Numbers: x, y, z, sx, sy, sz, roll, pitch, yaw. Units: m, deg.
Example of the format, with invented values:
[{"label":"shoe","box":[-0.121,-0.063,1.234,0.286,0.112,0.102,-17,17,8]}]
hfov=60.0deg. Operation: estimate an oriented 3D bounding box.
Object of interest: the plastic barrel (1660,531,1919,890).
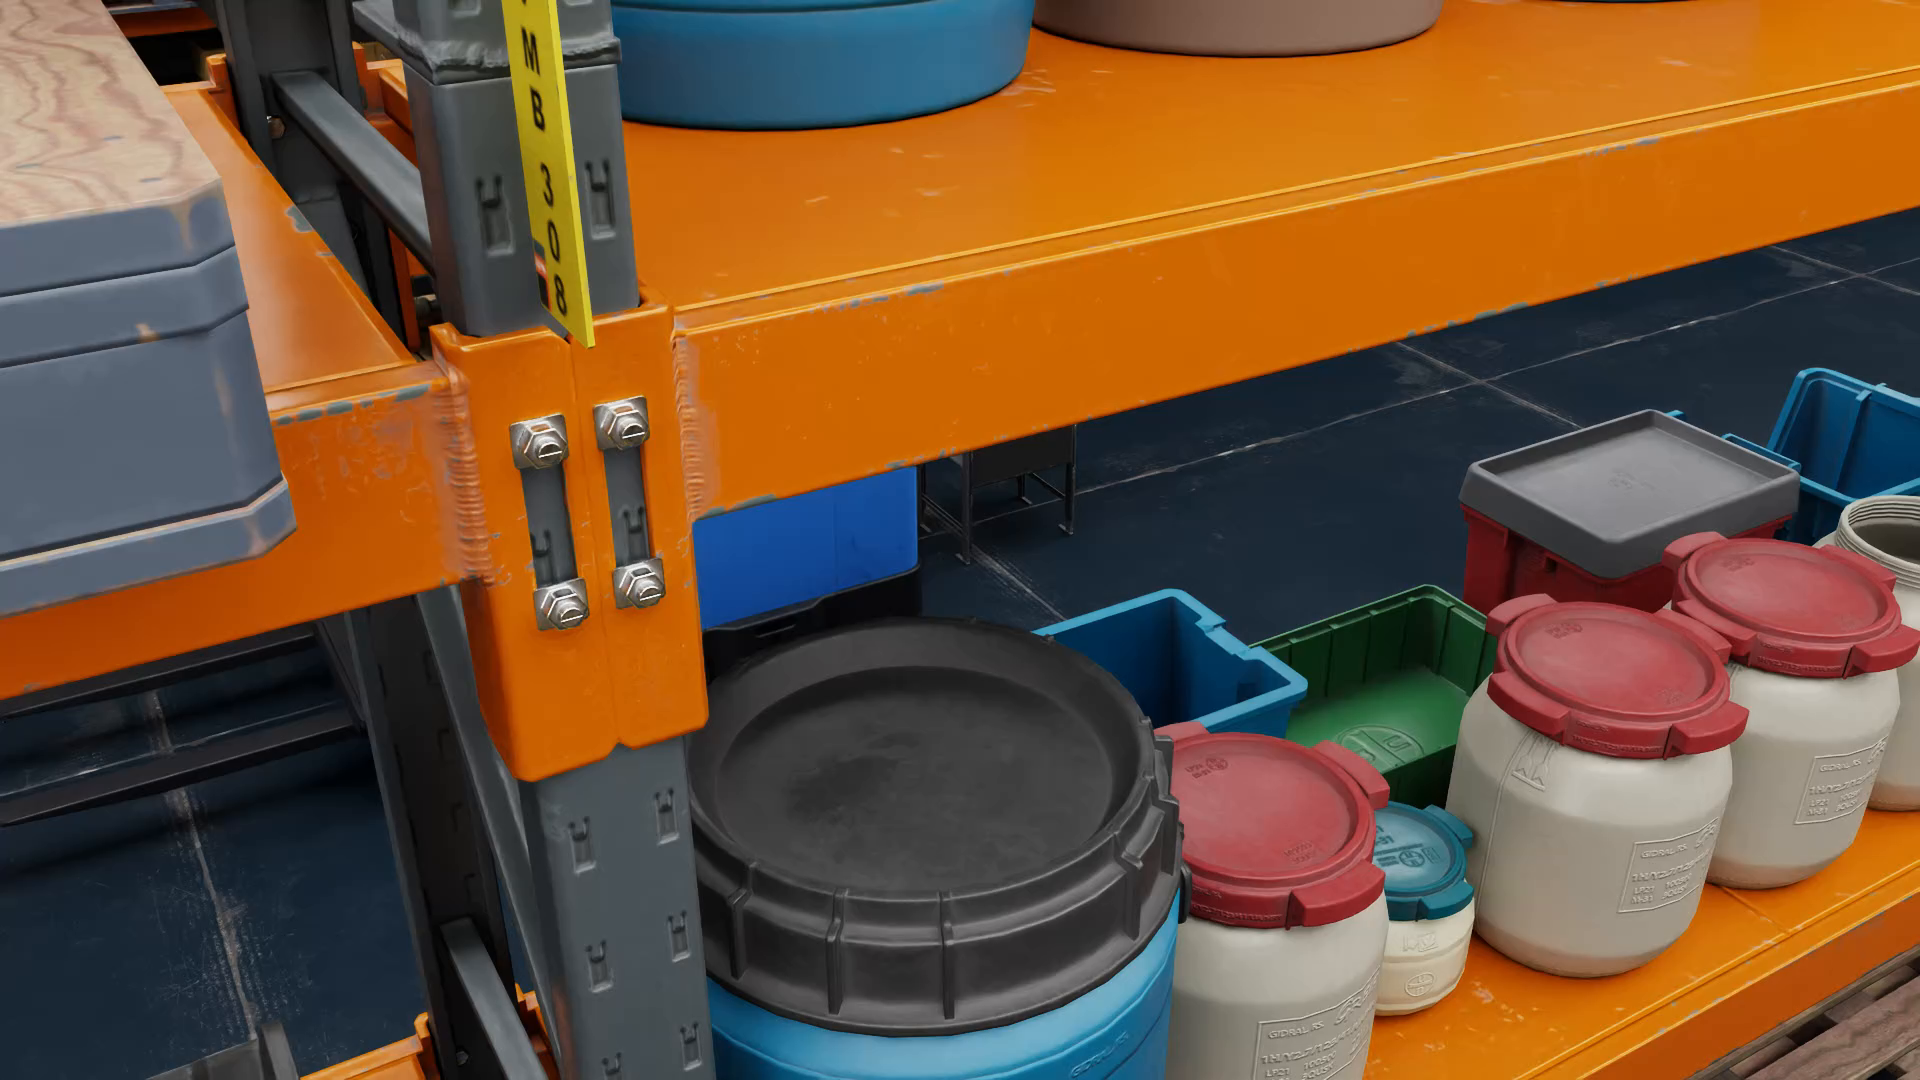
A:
[{"label":"plastic barrel","box":[1.405,0.309,2.945,0.433,0.535,0.433,0,29,0]}]

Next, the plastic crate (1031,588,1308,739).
[{"label":"plastic crate","box":[0.257,0.404,2.929,0.575,0.384,0.392,-16,33,-26]}]

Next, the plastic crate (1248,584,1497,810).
[{"label":"plastic crate","box":[0.822,0.346,3.238,0.662,0.188,0.450,-16,33,-26]}]

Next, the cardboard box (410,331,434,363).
[{"label":"cardboard box","box":[-2.126,-0.611,6.583,0.500,0.311,0.500,-16,33,-27]}]

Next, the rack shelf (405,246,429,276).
[{"label":"rack shelf","box":[-1.319,-1.442,7.003,4.000,0.370,1.077,-16,33,-26]}]

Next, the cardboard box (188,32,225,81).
[{"label":"cardboard box","box":[-4.552,-3.053,10.533,0.500,0.250,0.500,-17,33,-27]}]

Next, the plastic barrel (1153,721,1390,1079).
[{"label":"plastic barrel","box":[0.399,0.595,2.427,0.433,0.535,0.433,0,29,0]}]

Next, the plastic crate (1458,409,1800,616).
[{"label":"plastic crate","box":[1.364,0.058,3.474,0.583,0.464,0.402,-16,33,-26]}]

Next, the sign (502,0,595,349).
[{"label":"sign","box":[-0.268,-0.288,1.054,0.005,0.325,0.100,-16,33,-26]}]

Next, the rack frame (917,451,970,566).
[{"label":"rack frame","box":[-0.068,-0.900,6.208,0.015,2.100,0.400,-16,33,-26]}]

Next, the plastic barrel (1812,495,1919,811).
[{"label":"plastic barrel","box":[1.770,0.213,3.144,0.421,0.512,0.421,0,29,0]}]

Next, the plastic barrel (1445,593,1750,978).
[{"label":"plastic barrel","box":[1.032,0.415,2.753,0.433,0.535,0.433,0,29,0]}]

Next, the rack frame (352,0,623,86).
[{"label":"rack frame","box":[-0.537,-1.829,0.752,0.127,3.000,1.000,-16,33,-26]}]

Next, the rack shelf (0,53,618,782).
[{"label":"rack shelf","box":[-2.261,0.288,0.763,4.000,0.370,1.077,-16,33,-26]}]

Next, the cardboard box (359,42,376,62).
[{"label":"cardboard box","box":[-4.105,-3.182,10.767,0.500,0.250,0.500,-17,33,-28]}]

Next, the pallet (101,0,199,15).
[{"label":"pallet","box":[-4.823,-3.372,9.955,1.213,0.211,1.003,-16,33,-26]}]

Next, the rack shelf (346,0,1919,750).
[{"label":"rack shelf","box":[1.188,-0.691,2.537,4.000,0.370,1.077,-16,33,-26]}]

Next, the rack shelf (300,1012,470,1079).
[{"label":"rack shelf","box":[-2.261,1.602,1.488,4.000,0.370,1.077,-16,33,-26]}]

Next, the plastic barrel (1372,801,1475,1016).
[{"label":"plastic barrel","box":[0.682,0.598,2.706,0.301,0.262,0.301,0,29,0]}]

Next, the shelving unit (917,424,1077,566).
[{"label":"shelving unit","box":[0.143,-0.960,6.316,0.503,2.100,0.431,-16,33,-26]}]

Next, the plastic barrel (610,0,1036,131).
[{"label":"plastic barrel","box":[-0.208,-0.951,1.745,0.708,0.901,0.600,-16,33,-26]}]

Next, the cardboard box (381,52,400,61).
[{"label":"cardboard box","box":[-1.918,-1.621,6.480,0.500,0.500,0.500,-13,32,-23]}]

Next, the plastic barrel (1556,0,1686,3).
[{"label":"plastic barrel","box":[0.920,-1.271,2.325,0.708,0.901,0.600,-16,33,-26]}]

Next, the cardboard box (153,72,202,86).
[{"label":"cardboard box","box":[-4.930,-2.615,10.516,0.500,0.500,0.700,-15,32,-25]}]

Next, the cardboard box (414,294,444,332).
[{"label":"cardboard box","box":[-2.394,-0.841,7.001,0.500,0.311,0.500,-15,32,-25]}]

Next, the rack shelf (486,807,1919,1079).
[{"label":"rack shelf","box":[1.188,0.622,3.262,4.000,0.370,1.077,-16,33,-26]}]

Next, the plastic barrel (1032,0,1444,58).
[{"label":"plastic barrel","box":[0.356,-1.111,2.035,0.600,0.901,0.600,0,29,0]}]

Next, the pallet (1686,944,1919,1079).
[{"label":"pallet","box":[2.224,1.212,4.335,1.213,0.211,1.003,-16,33,-26]}]

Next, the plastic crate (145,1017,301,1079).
[{"label":"plastic crate","box":[-1.053,0.899,2.080,0.504,0.338,0.767,-16,33,-26]}]

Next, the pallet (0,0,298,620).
[{"label":"pallet","box":[-1.109,-0.216,1.128,1.003,0.211,1.213,-16,33,-26]}]

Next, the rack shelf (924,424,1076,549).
[{"label":"rack shelf","box":[0.143,-0.335,6.661,0.480,0.518,0.431,-16,33,-26]}]

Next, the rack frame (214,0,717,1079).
[{"label":"rack frame","box":[-0.537,0.797,2.201,0.127,3.000,1.000,-16,33,-26]}]

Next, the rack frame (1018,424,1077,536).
[{"label":"rack frame","box":[0.353,-1.020,6.424,0.015,2.100,0.400,-16,33,-26]}]

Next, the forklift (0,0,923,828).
[{"label":"forklift","box":[-1.671,-0.767,5.107,3.031,2.935,1.130,-16,33,-26]}]

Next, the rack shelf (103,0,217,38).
[{"label":"rack shelf","box":[-3.831,-3.505,10.740,4.000,0.370,1.077,-16,33,-26]}]

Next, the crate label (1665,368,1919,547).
[{"label":"crate label","box":[1.918,-0.067,3.730,0.616,0.435,0.502,-16,33,-26]}]

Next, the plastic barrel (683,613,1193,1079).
[{"label":"plastic barrel","box":[-0.050,0.609,2.023,0.708,0.901,0.600,-16,33,-26]}]

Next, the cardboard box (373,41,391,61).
[{"label":"cardboard box","box":[-3.666,-3.296,10.974,0.500,0.250,0.500,-16,33,-27]}]

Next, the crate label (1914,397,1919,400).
[{"label":"crate label","box":[2.359,-0.162,4.112,0.416,0.233,0.303,-16,33,-26]}]
